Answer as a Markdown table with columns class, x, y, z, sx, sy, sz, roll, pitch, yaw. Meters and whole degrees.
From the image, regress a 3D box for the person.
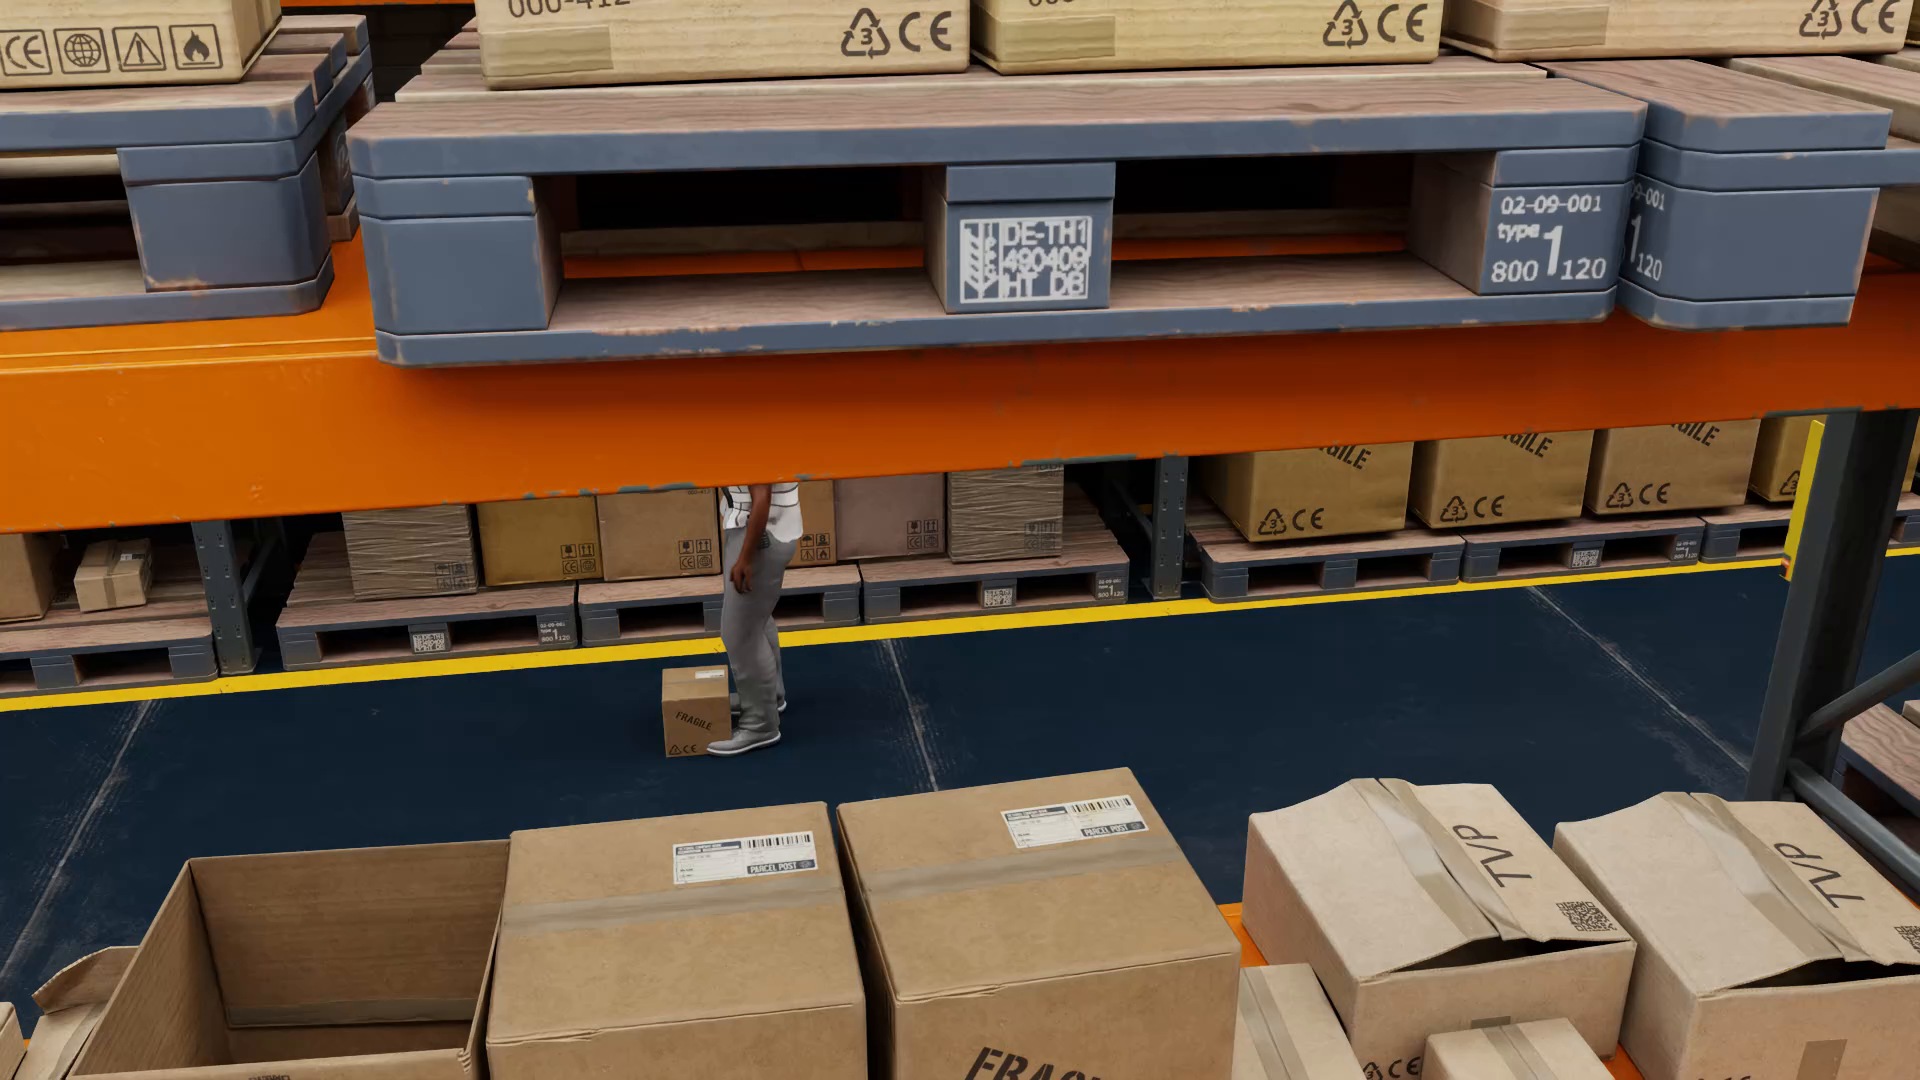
| class | x | y | z | sx | sy | sz | roll | pitch | yaw |
| --- | --- | --- | --- | --- | --- | --- | --- | --- | --- |
| person | -0.790 | -0.015 | 6.133 | 0.415 | 1.660 | 0.506 | -4 | 24 | -9 |
